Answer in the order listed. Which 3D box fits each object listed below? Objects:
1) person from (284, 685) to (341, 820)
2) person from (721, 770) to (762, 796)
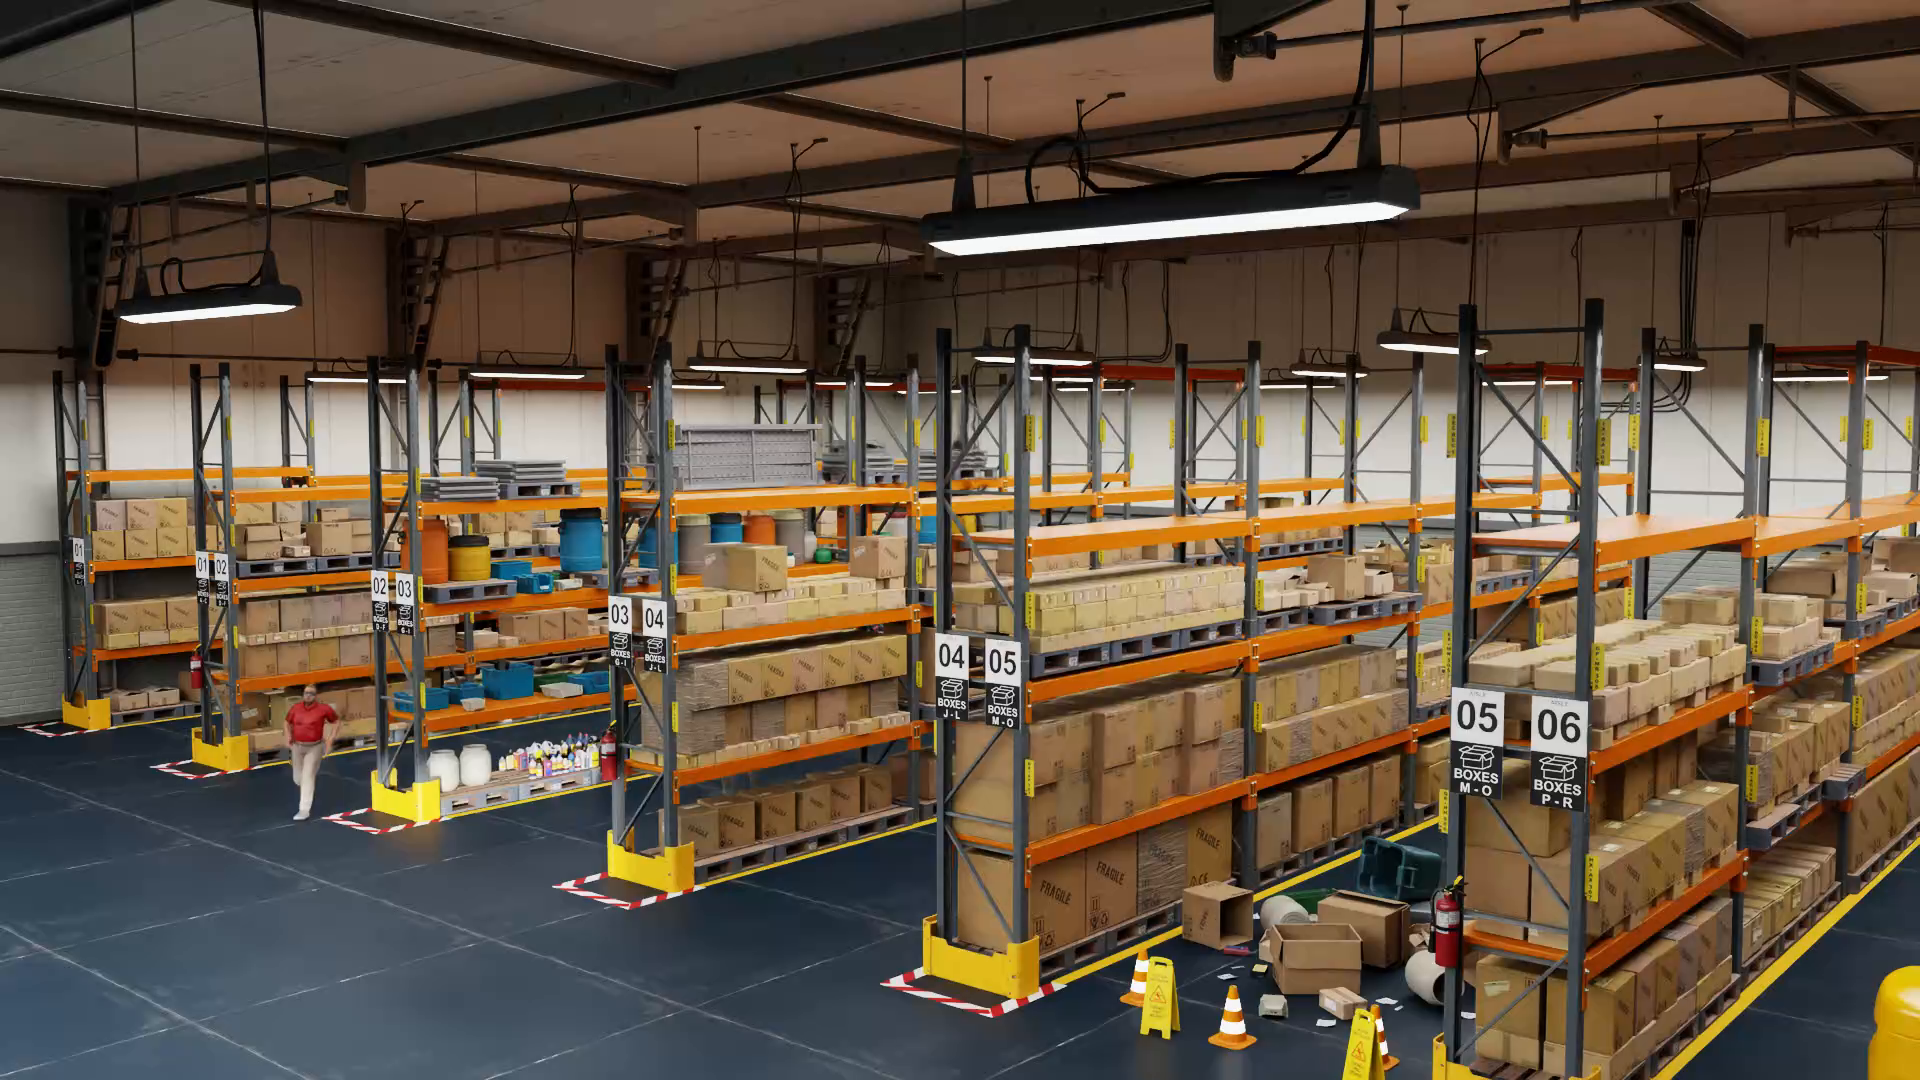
[{"bbox_3d":[-8.489,2.735,21.764,0.710,1.704,0.887,0,4,-2],"label":"person"},{"bbox_3d":[-2.951,2.679,22.267,0.678,1.831,0.770,2,5,25],"label":"person"}]
